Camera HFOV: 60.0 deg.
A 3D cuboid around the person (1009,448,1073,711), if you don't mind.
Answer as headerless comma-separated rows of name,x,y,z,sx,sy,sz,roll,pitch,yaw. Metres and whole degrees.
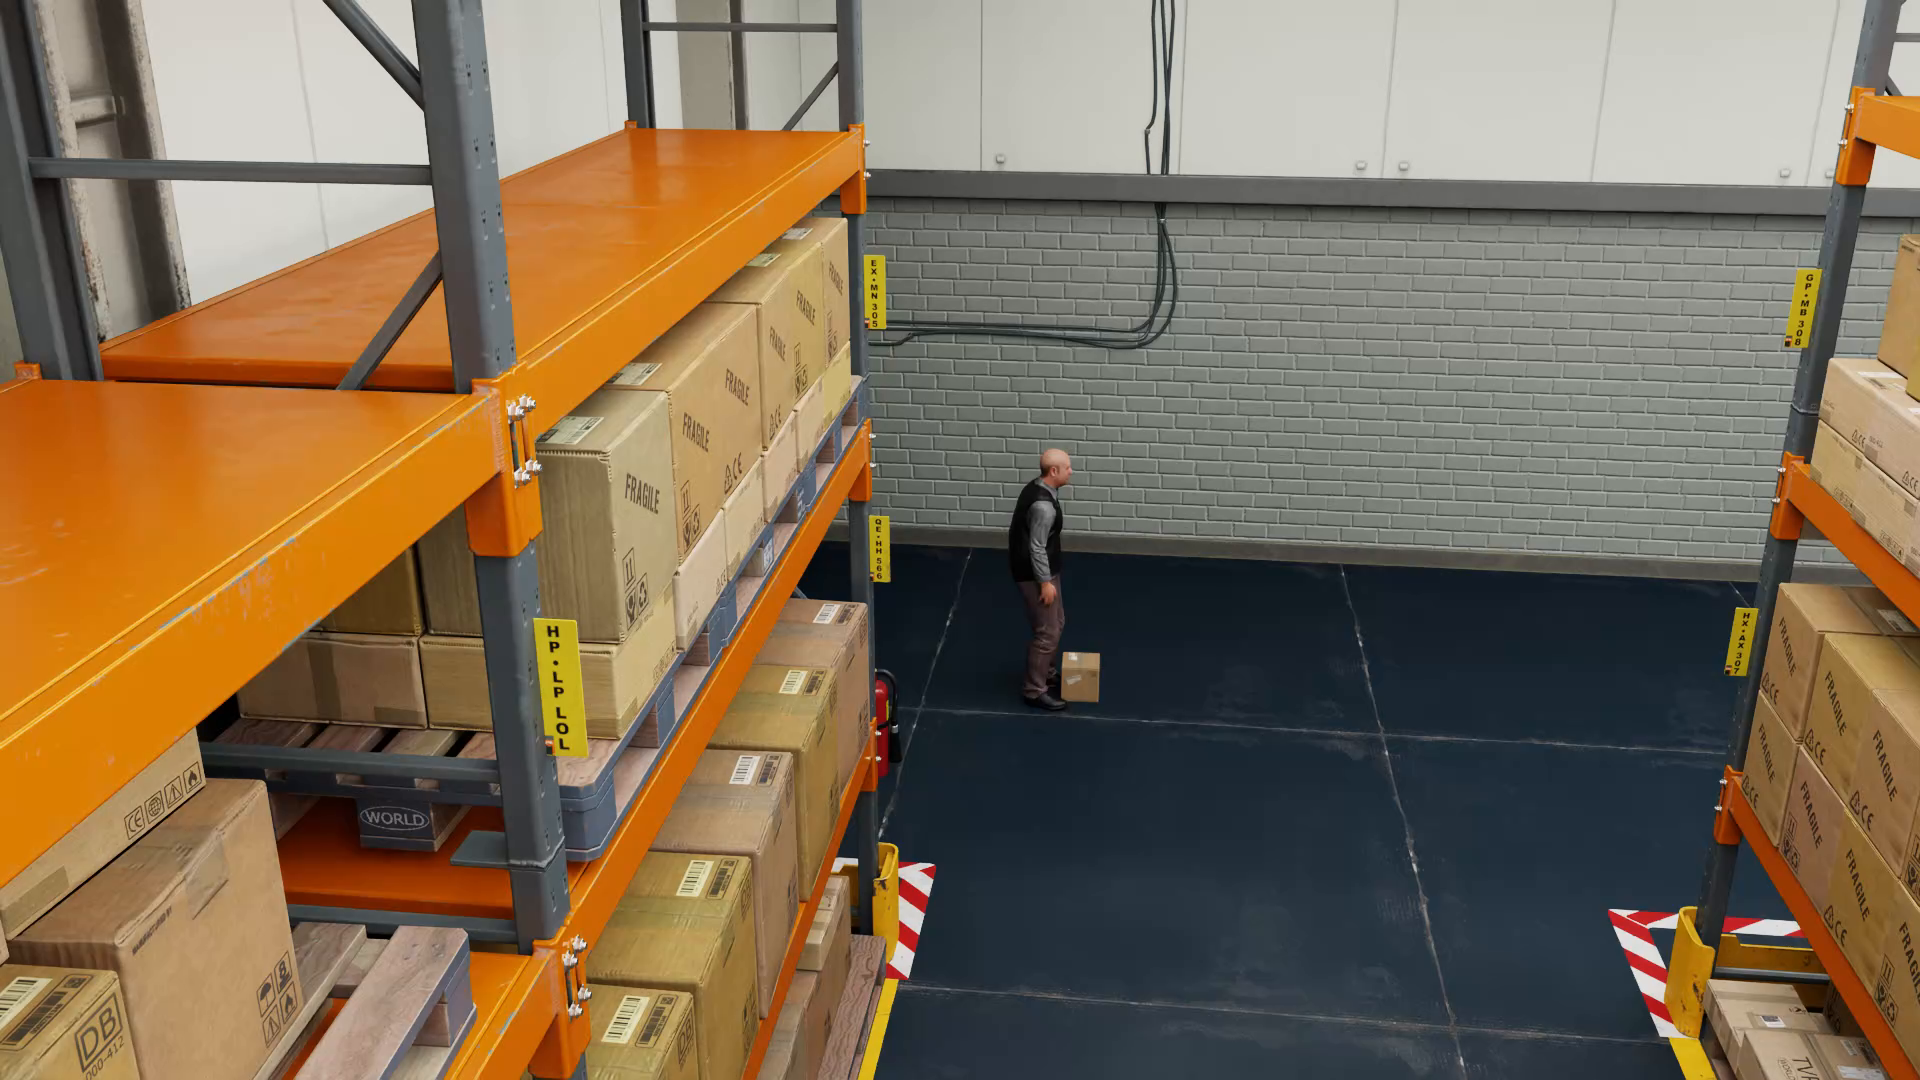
person,0.555,0.227,10.954,0.475,1.719,0.584,1,21,3
